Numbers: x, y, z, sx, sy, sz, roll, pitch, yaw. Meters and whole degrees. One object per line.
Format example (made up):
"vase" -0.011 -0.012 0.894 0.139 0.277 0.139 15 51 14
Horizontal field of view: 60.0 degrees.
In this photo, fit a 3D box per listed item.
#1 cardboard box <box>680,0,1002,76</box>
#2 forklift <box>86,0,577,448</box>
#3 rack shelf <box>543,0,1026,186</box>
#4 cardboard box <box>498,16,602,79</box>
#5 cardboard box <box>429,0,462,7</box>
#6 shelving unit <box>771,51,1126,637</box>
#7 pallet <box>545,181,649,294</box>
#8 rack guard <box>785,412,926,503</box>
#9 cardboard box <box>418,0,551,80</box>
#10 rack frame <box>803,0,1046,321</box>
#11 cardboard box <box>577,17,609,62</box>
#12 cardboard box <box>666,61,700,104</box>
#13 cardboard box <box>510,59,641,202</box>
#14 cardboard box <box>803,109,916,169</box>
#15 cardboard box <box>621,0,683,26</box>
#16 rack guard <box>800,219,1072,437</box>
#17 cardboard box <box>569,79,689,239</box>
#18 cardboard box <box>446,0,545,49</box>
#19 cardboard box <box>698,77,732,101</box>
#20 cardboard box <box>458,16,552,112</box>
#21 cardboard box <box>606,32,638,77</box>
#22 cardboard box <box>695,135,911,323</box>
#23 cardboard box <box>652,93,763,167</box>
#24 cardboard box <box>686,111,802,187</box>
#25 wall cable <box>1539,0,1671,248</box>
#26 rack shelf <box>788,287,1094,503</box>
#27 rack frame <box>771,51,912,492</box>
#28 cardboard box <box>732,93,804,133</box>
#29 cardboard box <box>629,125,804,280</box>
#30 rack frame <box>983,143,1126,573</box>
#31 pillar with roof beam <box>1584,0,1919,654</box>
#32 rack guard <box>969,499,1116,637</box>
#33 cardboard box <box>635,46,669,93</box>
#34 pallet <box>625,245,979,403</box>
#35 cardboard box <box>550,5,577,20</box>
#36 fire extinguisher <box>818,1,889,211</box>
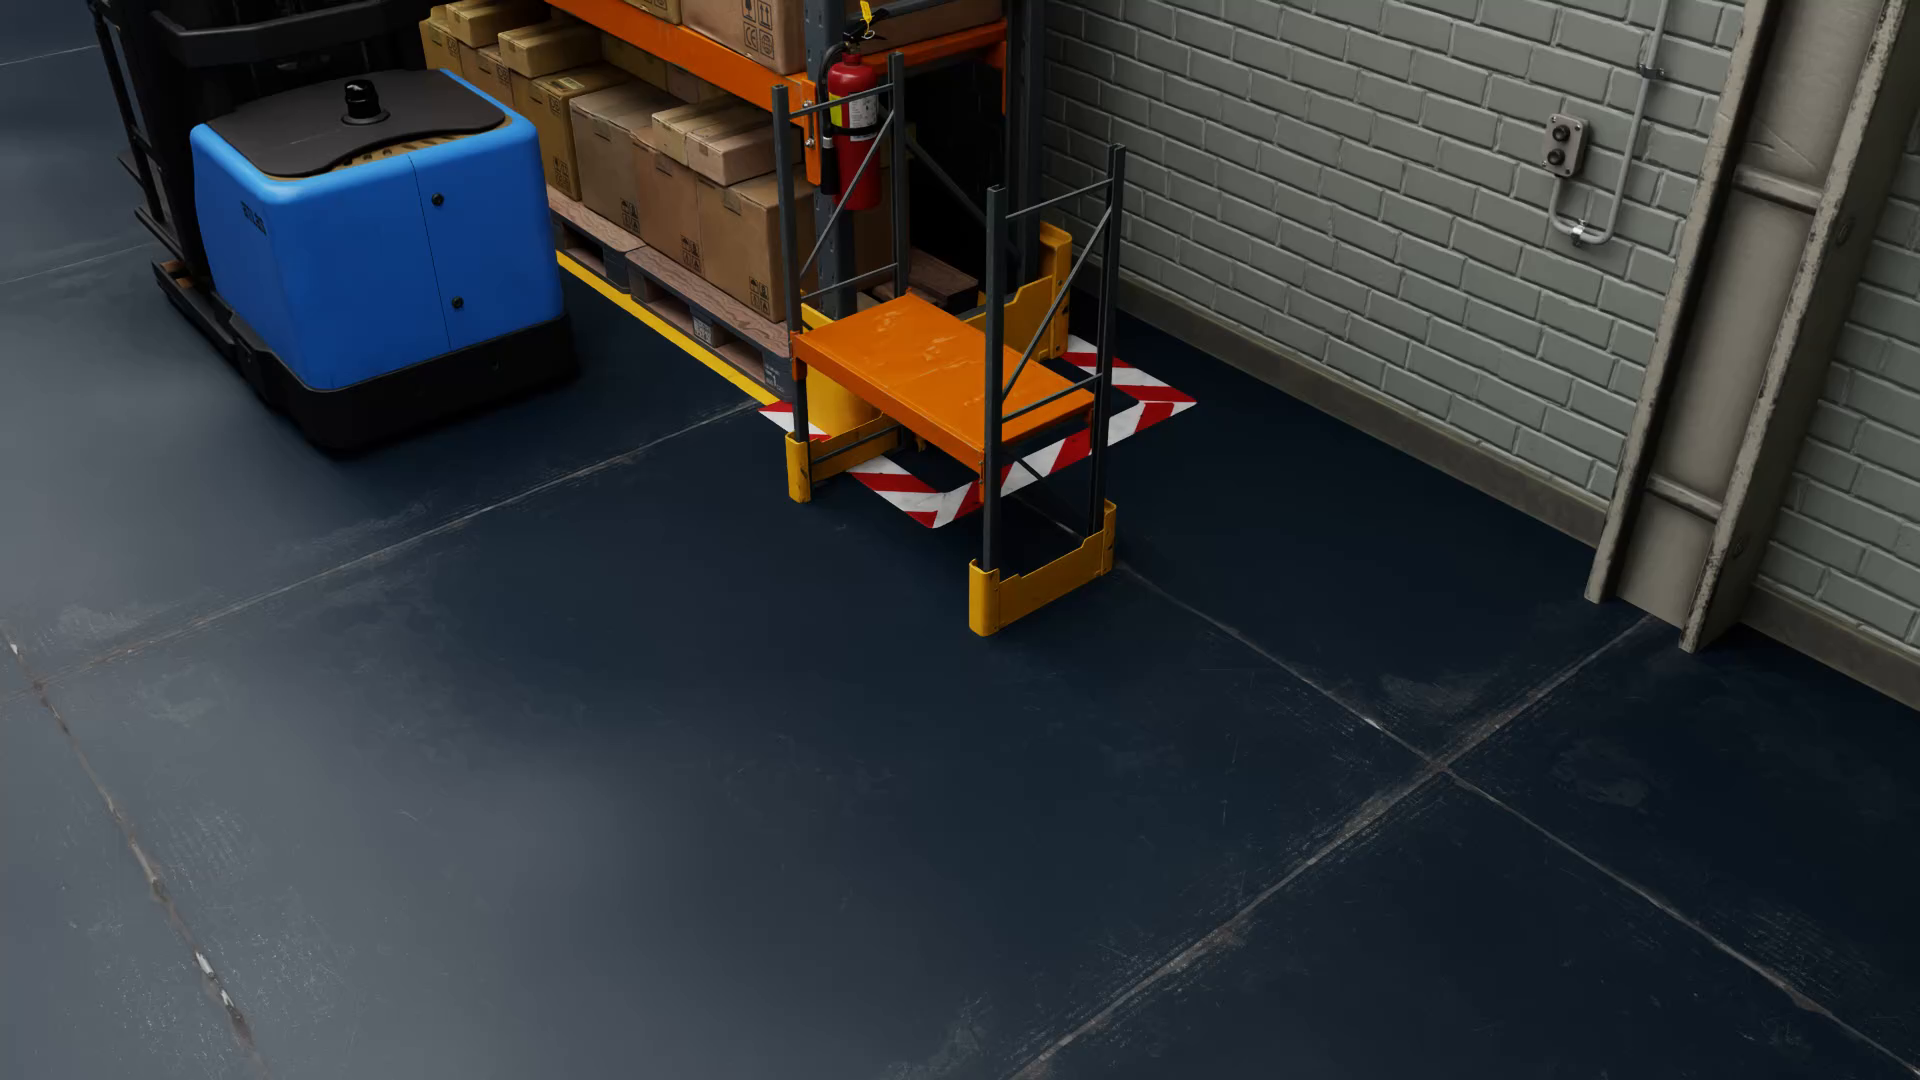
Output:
"cardboard box" -0.439 -2.220 6.030 0.980 0.700 0.700 -24 42 -30
"forklift" -2.840 -2.319 6.489 1.130 2.935 3.031 -25 42 -31
"rack shelf" -1.393 -2.466 7.259 1.077 0.370 4.000 -26 43 -32
"cardboard box" -1.861 -2.241 7.557 0.380 0.149 0.250 -27 44 -33
"cardboard box" -3.203 -3.175 9.135 0.750 0.750 0.750 -25 43 -31
"shelving unit" -0.049 -0.646 5.364 0.587 1.500 1.083 -26 43 -32
"pallet" -1.461 -1.601 7.828 1.003 0.211 1.213 -26 43 -32
"rack guard" -0.371 -0.356 6.036 0.587 0.250 0.087 -26 43 -32
"cardboard box" -2.279 -2.426 8.379 0.700 0.500 0.500 -25 43 -31
"rack frame" -0.102 -1.877 5.804 1.000 3.000 0.127 -26 43 -32
"cardboard box" -1.547 -2.368 7.737 0.380 0.149 0.250 -26 43 -31
"cardboard box" -1.051 -2.030 7.259 0.380 0.149 0.250 -25 42 -31
"cardboard box" -1.628 -1.975 7.743 0.700 0.500 0.500 -25 42 -31
"cardboard box" -0.397 -1.584 6.629 0.380 0.149 0.250 -26 43 -31
"cardboard box" -0.917 -2.538 6.478 0.980 0.700 0.700 -26 43 -32
"rack guard" -0.087 -0.846 6.512 1.175 0.500 0.348 -26 43 -32
"cardboard box" -1.279 -1.742 7.414 0.700 0.500 0.500 -28 44 -33
"cardboard box" -2.198 -2.471 7.882 0.380 0.149 0.250 -24 42 -30
"cardboard box" -0.886 -1.918 7.101 0.380 0.149 0.250 -26 43 -31
"cardboard box" -1.958 -2.203 8.064 0.700 0.500 0.500 -26 43 -32
"cardboard box" -1.380 -2.255 7.577 0.380 0.149 0.250 -27 43 -33
"cardboard box" -0.631 -1.300 6.789 0.700 0.500 0.500 -26 43 -32
"cardboard box" -1.018 -1.666 6.745 0.380 0.149 0.250 -25 42 -31
"cardboard box" -0.853 -1.553 6.586 0.380 0.149 0.250 -27 43 -32
"wall cable" 1.446 -2.079 5.211 0.084 1.984 1.851 -26 43 -32
"rack shelf" -0.055 -0.503 5.474 0.538 0.185 1.000 -26 43 -32
"rack frame" -0.383 -0.874 5.687 0.500 1.500 0.032 -26 43 -32
"cardboard box" -0.725 -1.807 6.944 0.380 0.149 0.250 -26 43 -32
"cardboard box" -0.954 -1.521 7.101 0.700 0.500 0.500 -26 43 -32
"rack frame" 0.273 -0.425 5.053 0.500 1.500 0.032 -26 43 -32
"pillar with roof beam" -0.988 -1.850 0.576 9.100 9.000 0.400 -26 43 -32
"rack guard" 0.272 0.084 5.415 0.587 0.250 0.087 -26 43 -32
"cardboard box" -1.217 -2.143 7.419 0.380 0.149 0.250 -26 43 -31
"pallet" -0.678 -1.062 7.068 1.003 0.211 1.213 -26 43 -32
"cardboard box" -1.709 -2.480 7.895 0.380 0.149 0.250 -28 44 -33
"fire extinguisher" -0.358 -1.454 5.598 0.296 0.674 0.183 -26 43 -32
